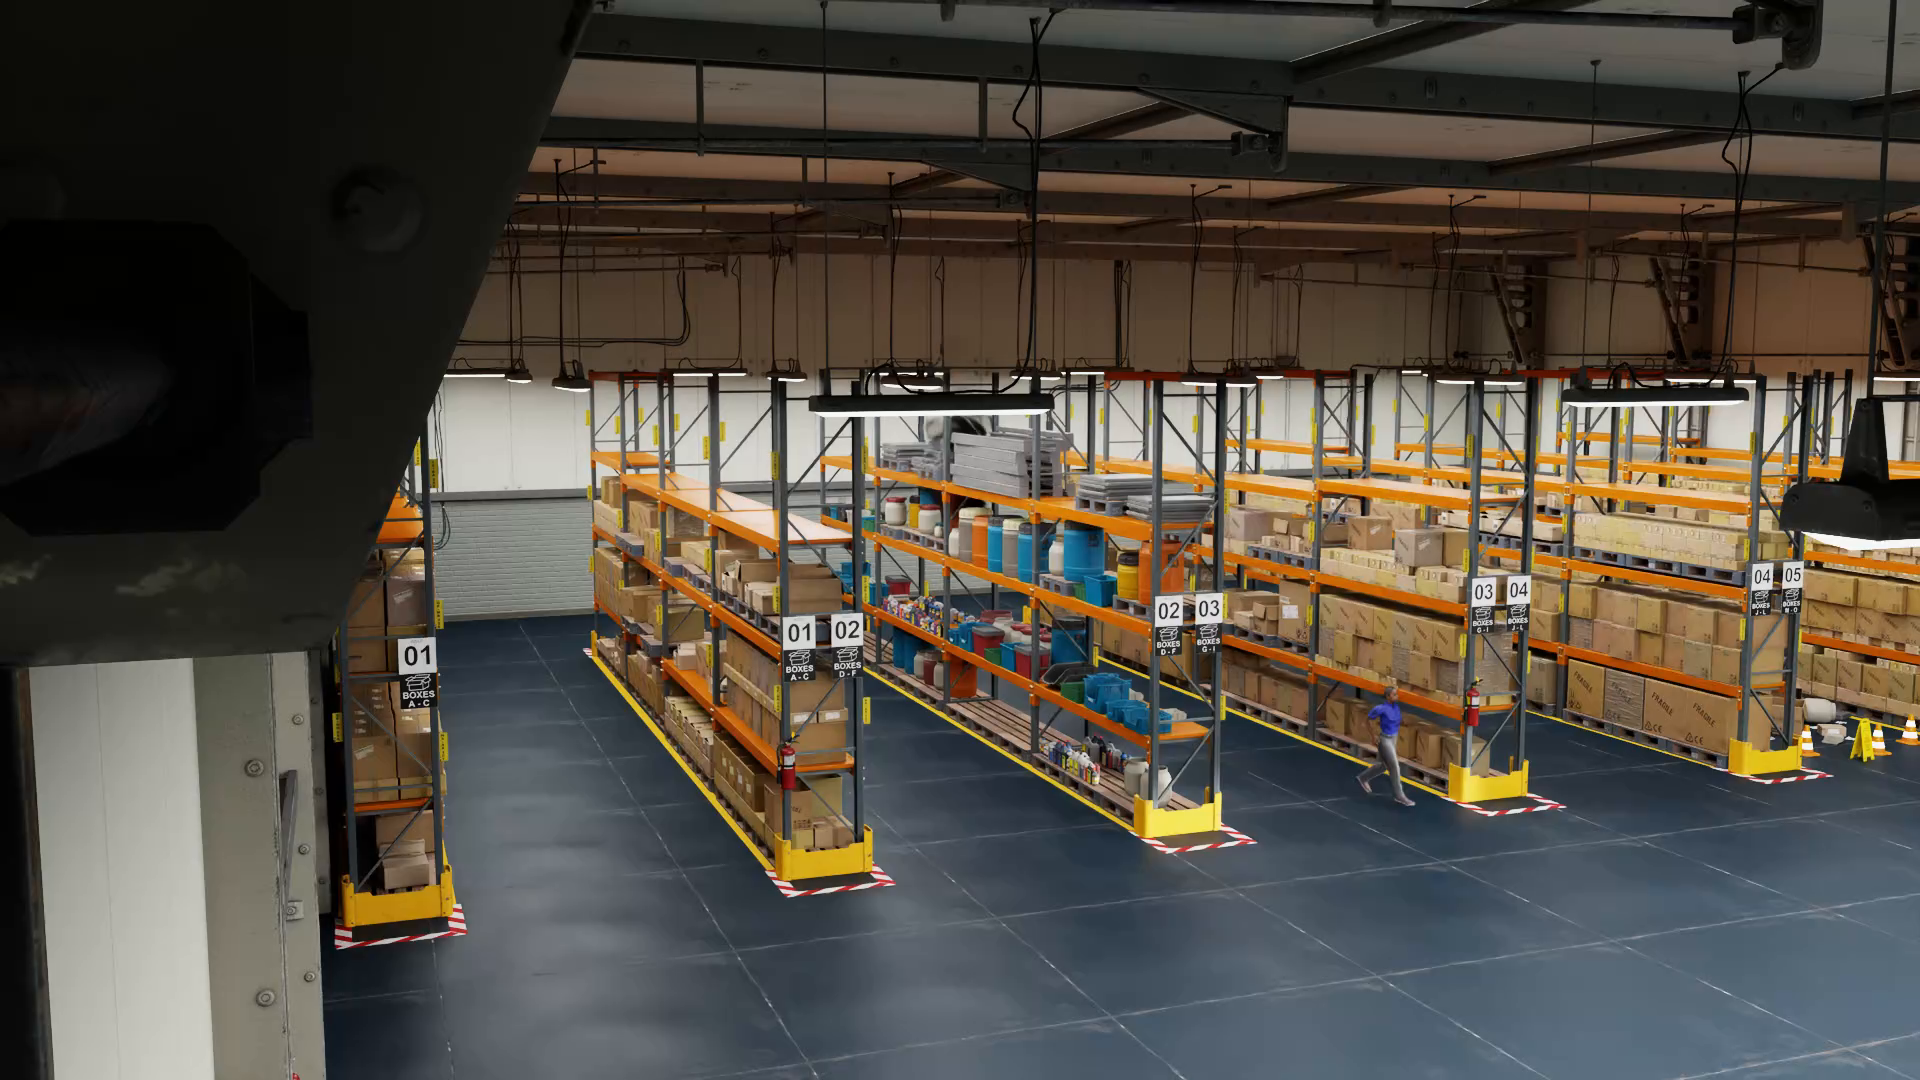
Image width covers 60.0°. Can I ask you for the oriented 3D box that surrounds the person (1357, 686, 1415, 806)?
[{"bbox_3d":[6.016,2.869,23.496,0.939,1.639,0.574,6,9,43],"label":"person"}]
